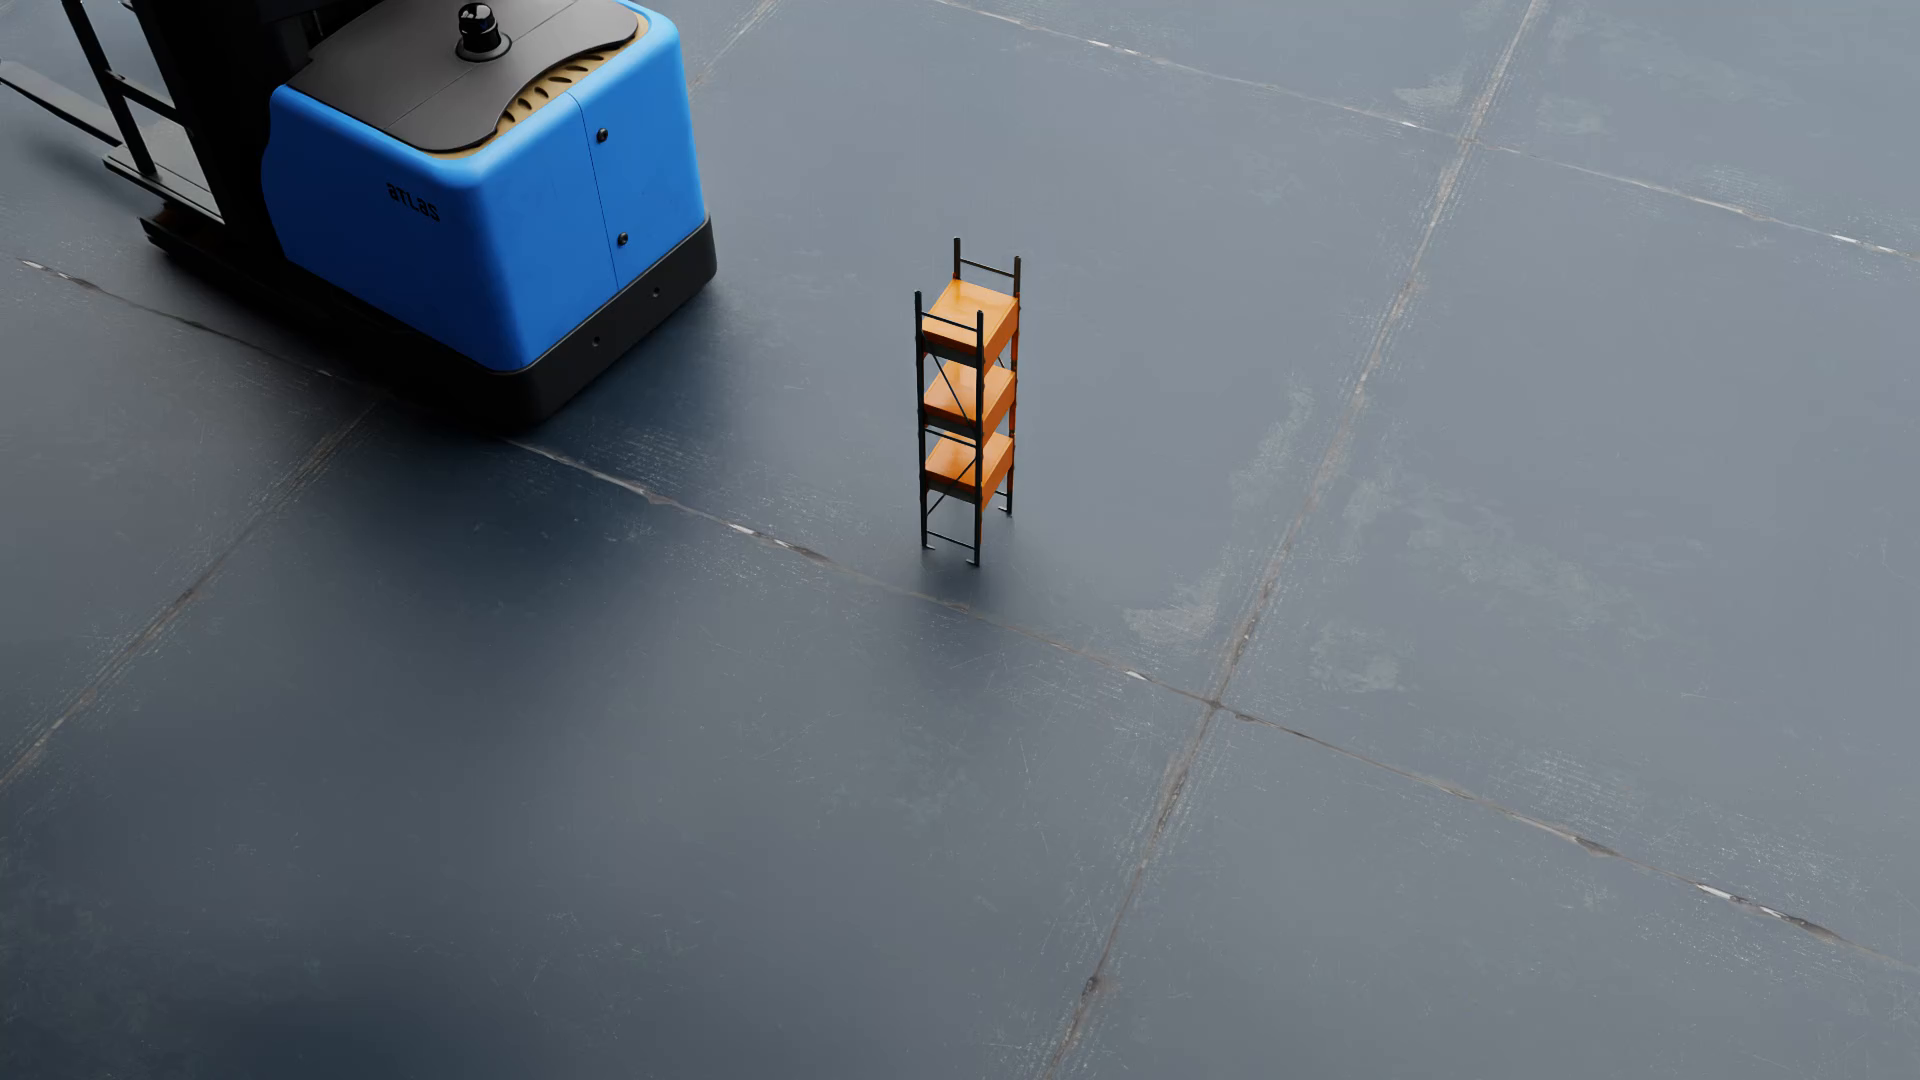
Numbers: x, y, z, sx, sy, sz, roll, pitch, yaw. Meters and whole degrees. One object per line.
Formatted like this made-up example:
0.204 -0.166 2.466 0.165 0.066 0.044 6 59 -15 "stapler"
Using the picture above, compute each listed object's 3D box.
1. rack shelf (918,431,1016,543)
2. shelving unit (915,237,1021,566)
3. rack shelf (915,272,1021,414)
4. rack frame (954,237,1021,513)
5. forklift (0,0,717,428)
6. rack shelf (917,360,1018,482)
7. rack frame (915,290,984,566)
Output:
0.023 -0.190 5.101 0.215 0.259 0.240 20 52 16 "rack shelf"
0.023 -0.377 4.882 0.215 1.050 0.252 20 52 16 "shelving unit"
0.023 -0.554 4.673 0.215 0.259 0.240 20 52 16 "rack shelf"
0.075 -0.461 4.953 0.200 1.050 0.008 20 52 16 "rack frame"
-2.378 -2.221 5.215 3.031 2.935 1.130 27 55 21 "forklift"
0.023 -0.370 4.890 0.215 0.259 0.240 20 52 16 "rack shelf"
-0.029 -0.293 4.810 0.200 1.050 0.008 20 52 16 "rack frame"
